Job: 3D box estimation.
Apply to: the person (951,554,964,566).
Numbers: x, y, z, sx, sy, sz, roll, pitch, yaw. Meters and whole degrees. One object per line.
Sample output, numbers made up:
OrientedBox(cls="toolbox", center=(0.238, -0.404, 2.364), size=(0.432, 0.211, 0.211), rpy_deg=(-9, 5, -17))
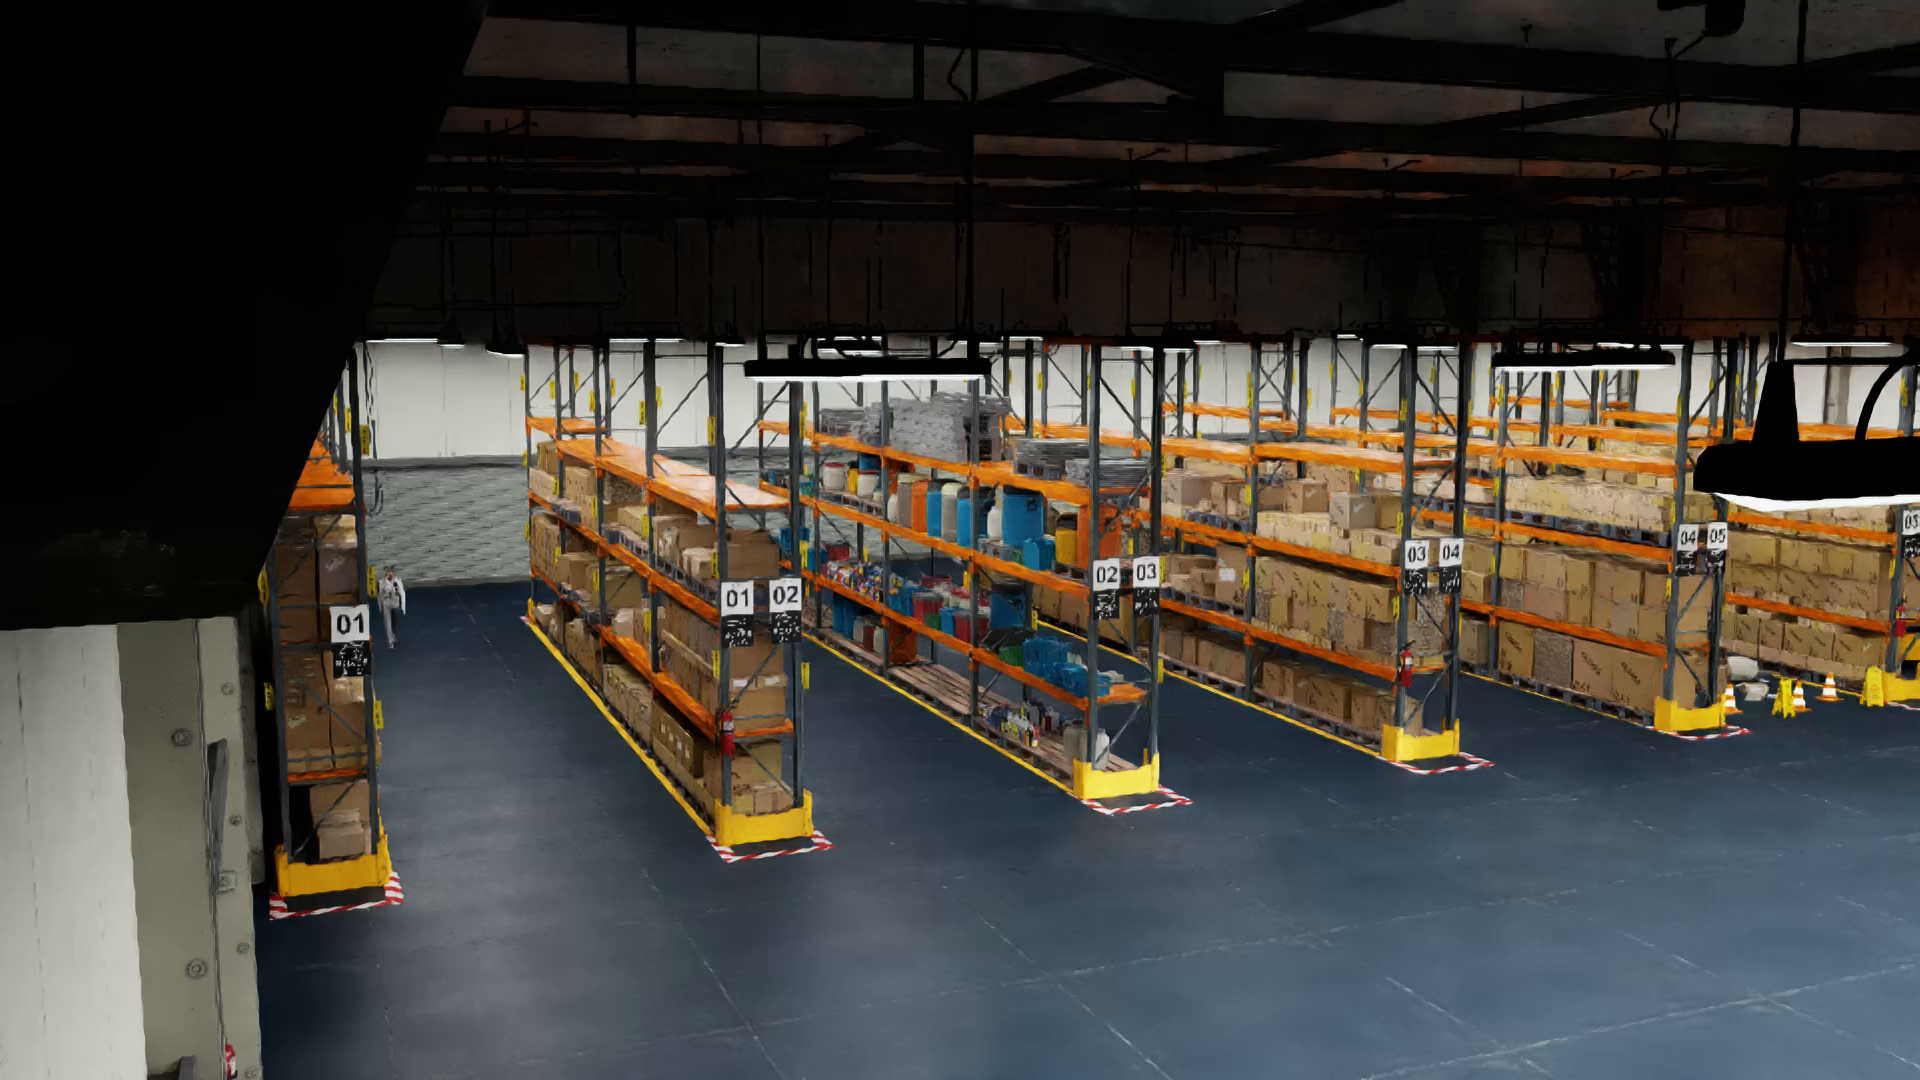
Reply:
OrientedBox(cls="person", center=(-0.038, -0.171, 42.903), size=(0.493, 1.605, 0.991), rpy_deg=(-3, 8, -23))

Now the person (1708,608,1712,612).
OrientedBox(cls="person", center=(16.363, 0.699, 35.636), size=(0.590, 1.783, 0.669), rpy_deg=(0, 8, 0))

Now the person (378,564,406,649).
OrientedBox(cls="person", center=(-10.967, 1.253, 32.125), size=(0.502, 1.624, 0.988), rpy_deg=(-3, 8, -23))
